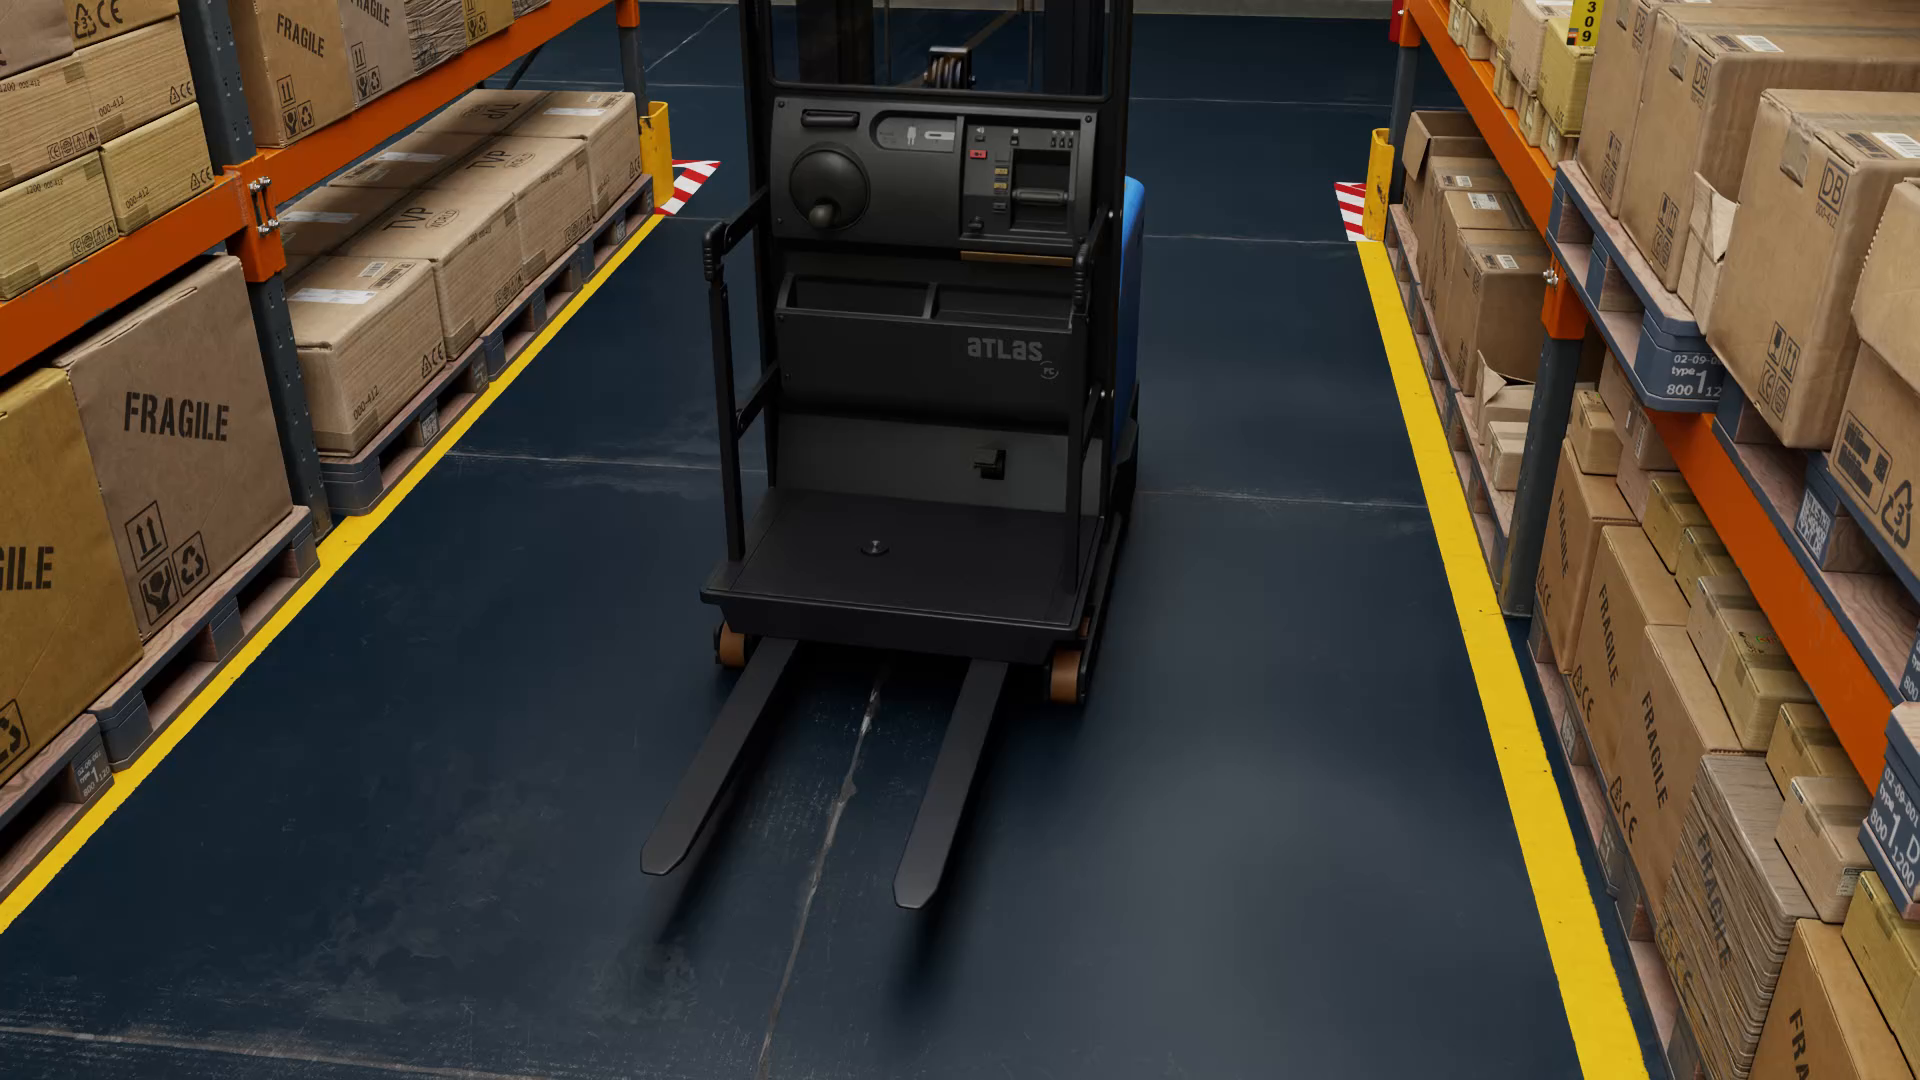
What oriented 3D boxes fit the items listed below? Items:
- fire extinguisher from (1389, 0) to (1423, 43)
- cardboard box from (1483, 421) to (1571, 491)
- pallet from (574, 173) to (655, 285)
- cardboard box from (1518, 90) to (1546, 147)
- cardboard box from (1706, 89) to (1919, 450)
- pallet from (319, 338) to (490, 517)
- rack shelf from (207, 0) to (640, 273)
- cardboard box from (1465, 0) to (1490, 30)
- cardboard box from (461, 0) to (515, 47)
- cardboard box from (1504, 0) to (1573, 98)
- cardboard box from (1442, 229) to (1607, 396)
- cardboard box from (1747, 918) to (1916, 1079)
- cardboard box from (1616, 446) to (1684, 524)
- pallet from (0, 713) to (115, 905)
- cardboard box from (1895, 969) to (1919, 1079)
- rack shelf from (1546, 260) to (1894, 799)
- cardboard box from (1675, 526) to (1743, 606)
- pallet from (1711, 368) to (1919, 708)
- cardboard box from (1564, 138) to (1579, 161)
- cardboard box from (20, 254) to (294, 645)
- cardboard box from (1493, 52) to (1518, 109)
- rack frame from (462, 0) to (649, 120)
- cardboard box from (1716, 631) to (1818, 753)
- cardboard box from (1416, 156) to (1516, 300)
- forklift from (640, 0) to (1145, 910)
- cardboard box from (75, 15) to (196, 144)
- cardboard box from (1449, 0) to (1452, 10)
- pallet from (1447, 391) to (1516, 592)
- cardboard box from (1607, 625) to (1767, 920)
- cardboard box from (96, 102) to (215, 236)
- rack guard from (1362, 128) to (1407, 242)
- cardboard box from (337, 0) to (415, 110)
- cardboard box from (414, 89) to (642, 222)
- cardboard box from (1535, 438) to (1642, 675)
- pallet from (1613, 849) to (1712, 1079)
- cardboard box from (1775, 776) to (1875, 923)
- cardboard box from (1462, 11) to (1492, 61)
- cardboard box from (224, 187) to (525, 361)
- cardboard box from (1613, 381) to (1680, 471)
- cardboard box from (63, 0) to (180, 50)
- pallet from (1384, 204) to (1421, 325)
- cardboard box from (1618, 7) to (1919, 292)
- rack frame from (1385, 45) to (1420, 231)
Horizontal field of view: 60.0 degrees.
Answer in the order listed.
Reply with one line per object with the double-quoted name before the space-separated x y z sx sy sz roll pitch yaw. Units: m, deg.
"fire extinguisher" 2.281 -2.853 8.358 0.296 0.674 0.183 3 28 6
"cardboard box" 2.008 -0.281 5.673 0.380 0.149 0.250 3 28 5
"pallet" -2.226 -1.633 8.559 1.003 0.211 1.213 3 28 6
"cardboard box" 2.038 -1.374 5.403 0.380 0.149 0.250 4 29 8
"cardboard box" 1.790 -0.473 2.918 0.700 0.500 0.500 3 28 6
"pallet" -2.525 -0.485 6.427 1.003 0.211 1.213 3 28 6
"rack shelf" -2.450 -1.984 7.028 1.077 0.370 4.000 3 28 6
"cardboard box" 2.236 -2.104 6.338 0.500 0.250 0.500 3 28 5
"cardboard box" -2.182 -2.322 6.791 0.500 0.500 0.500 4 29 8
"cardboard box" 2.098 -1.628 5.453 0.500 0.250 0.500 3 29 6
"cardboard box" 2.282 -0.868 6.392 0.700 0.500 0.500 2 28 4
"cardboard box" 1.713 1.033 2.863 0.500 0.500 0.500 5 29 8
"cardboard box" 1.966 -0.154 4.382 0.380 0.149 0.250 3 28 5
"pallet" -2.862 0.812 4.020 1.003 0.211 1.213 3 28 6
"cardboard box" 1.706 0.820 2.574 0.380 0.149 0.250 4 29 8
"rack shelf" 1.986 0.186 3.001 1.077 0.370 4.000 3 28 6
"cardboard box" 1.926 0.097 3.916 0.380 0.149 0.250 3 28 5
"pallet" 1.975 -0.021 2.828 1.003 0.211 1.213 3 28 6
"cardboard box" 2.020 -1.127 4.943 0.380 0.149 0.250 4 29 7
"cardboard box" -2.692 -0.312 4.964 0.875 0.875 0.875 4 29 8
"cardboard box" 2.100 -1.618 5.855 0.380 0.149 0.250 3 28 5
"rack frame" -2.205 -3.242 8.605 1.000 3.000 0.127 3 28 6
"cardboard box" 1.825 0.329 3.485 0.380 0.149 0.250 4 29 8
"cardboard box" 2.409 -1.357 7.299 0.700 0.500 0.500 4 29 8
"forklift" -0.121 -1.000 4.515 1.130 2.935 3.031 5 29 10
"cardboard box" -2.508 -1.291 4.616 0.500 0.250 0.500 3 28 6
"cardboard box" 2.334 -2.342 7.200 0.380 0.149 0.250 4 29 8
"pallet" 2.316 -0.168 5.839 1.003 0.211 1.213 3 28 6
"cardboard box" 1.828 0.544 3.771 0.500 0.500 0.500 3 28 5
"cardboard box" -2.500 -1.067 4.726 0.500 0.250 0.500 3 28 5
"rack guard" 2.712 -1.819 8.599 1.175 0.500 0.348 3 28 6
"cardboard box" -2.312 -1.845 5.907 0.500 0.500 0.500 4 29 7
"cardboard box" -2.187 -1.982 8.526 0.875 0.438 0.875 2 28 4
"cardboard box" 1.949 0.058 4.673 0.500 0.500 0.500 5 29 8
"pallet" 2.022 1.116 3.456 1.003 0.211 1.213 3 28 6
"cardboard box" 1.741 0.571 3.037 0.380 0.149 0.250 2 28 4
"cardboard box" 2.190 -1.977 6.522 0.380 0.149 0.250 4 29 7
"cardboard box" -2.403 -1.127 6.937 0.875 0.438 0.875 3 28 5
"cardboard box" 1.939 -0.295 4.330 0.380 0.149 0.250 2 28 4
"cardboard box" -2.501 -1.618 4.432 0.500 0.500 0.500 4 29 8
"pallet" 2.615 -1.316 7.971 1.003 0.211 1.213 3 28 6
"cardboard box" 1.887 -0.843 3.603 0.700 0.500 0.500 4 29 7
"rack frame" 2.721 -2.955 8.073 1.000 3.000 0.127 3 28 6
